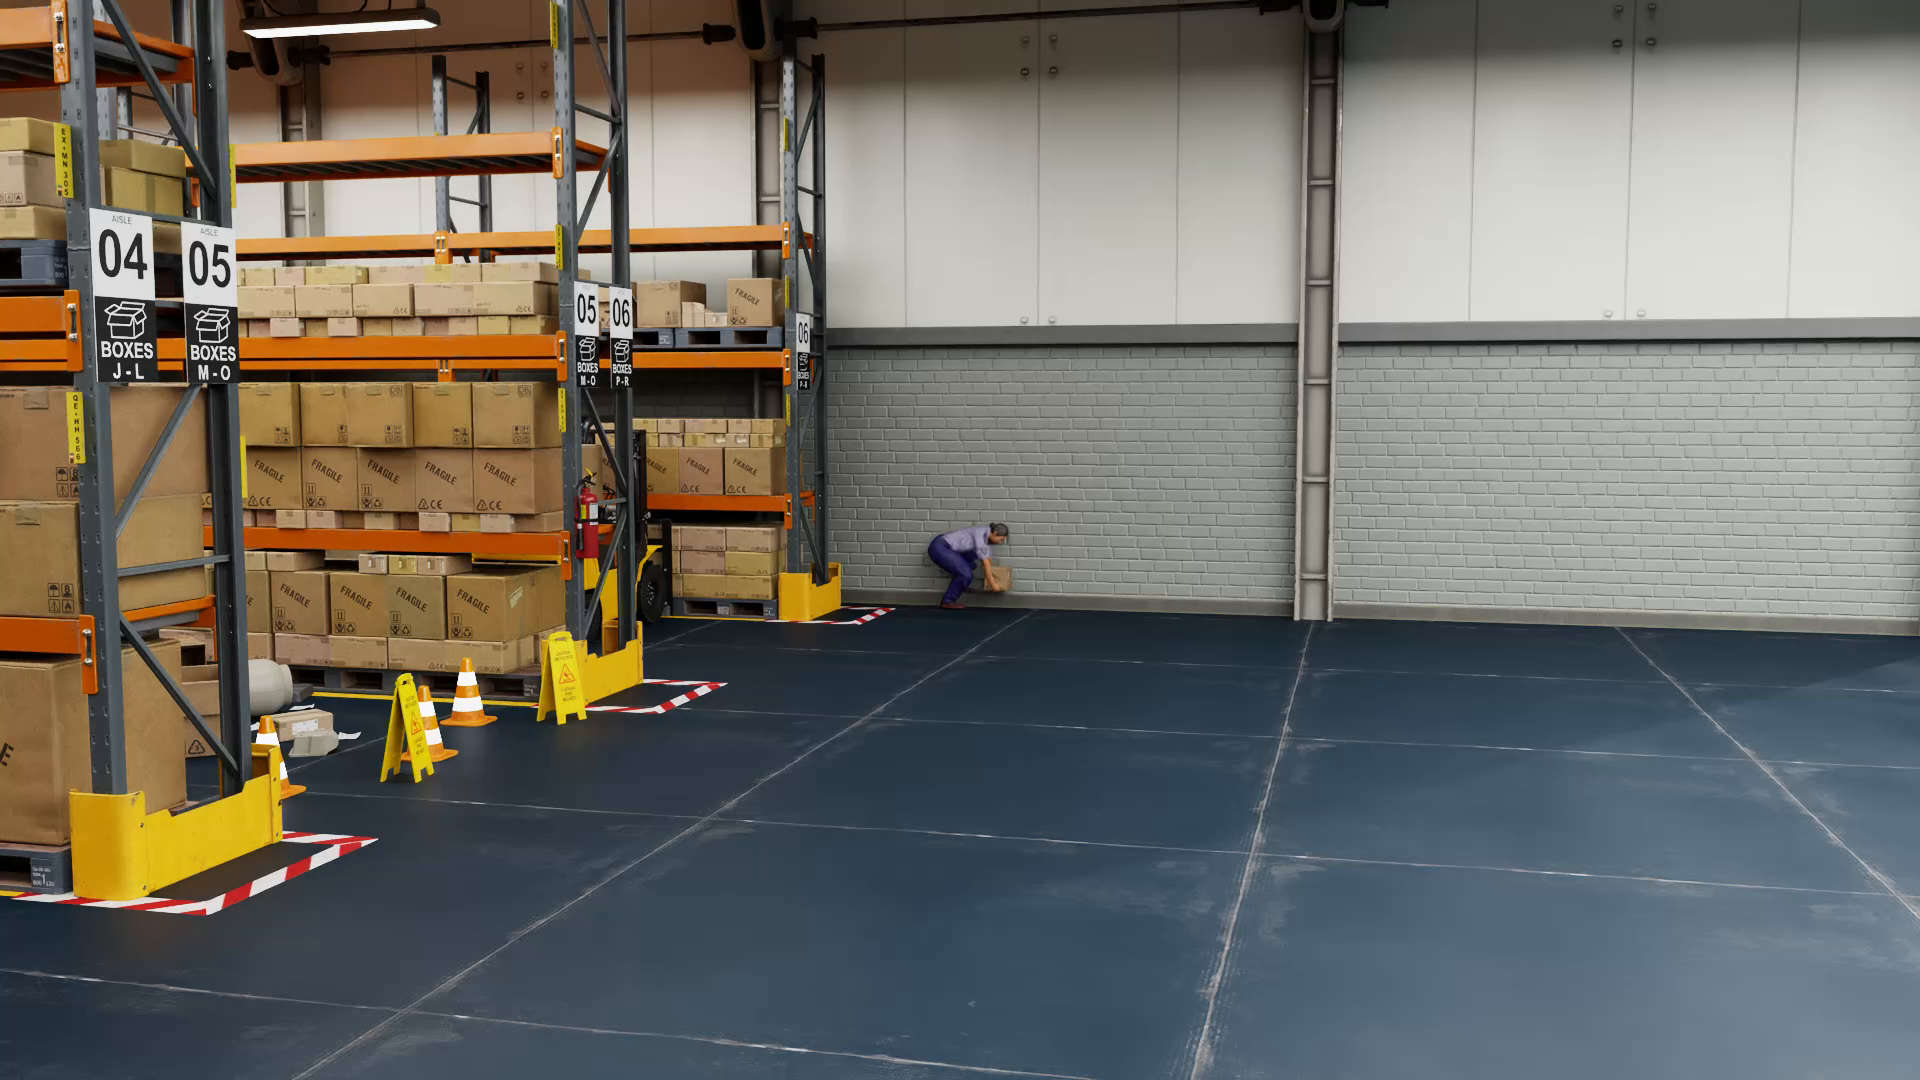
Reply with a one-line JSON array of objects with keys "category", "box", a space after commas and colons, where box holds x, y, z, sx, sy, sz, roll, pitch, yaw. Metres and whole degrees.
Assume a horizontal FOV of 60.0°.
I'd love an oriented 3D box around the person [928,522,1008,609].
[{"category": "person", "box": [0.097, 0.278, 18.435, 0.885, 0.961, 0.531, 1, 5, 11]}]
